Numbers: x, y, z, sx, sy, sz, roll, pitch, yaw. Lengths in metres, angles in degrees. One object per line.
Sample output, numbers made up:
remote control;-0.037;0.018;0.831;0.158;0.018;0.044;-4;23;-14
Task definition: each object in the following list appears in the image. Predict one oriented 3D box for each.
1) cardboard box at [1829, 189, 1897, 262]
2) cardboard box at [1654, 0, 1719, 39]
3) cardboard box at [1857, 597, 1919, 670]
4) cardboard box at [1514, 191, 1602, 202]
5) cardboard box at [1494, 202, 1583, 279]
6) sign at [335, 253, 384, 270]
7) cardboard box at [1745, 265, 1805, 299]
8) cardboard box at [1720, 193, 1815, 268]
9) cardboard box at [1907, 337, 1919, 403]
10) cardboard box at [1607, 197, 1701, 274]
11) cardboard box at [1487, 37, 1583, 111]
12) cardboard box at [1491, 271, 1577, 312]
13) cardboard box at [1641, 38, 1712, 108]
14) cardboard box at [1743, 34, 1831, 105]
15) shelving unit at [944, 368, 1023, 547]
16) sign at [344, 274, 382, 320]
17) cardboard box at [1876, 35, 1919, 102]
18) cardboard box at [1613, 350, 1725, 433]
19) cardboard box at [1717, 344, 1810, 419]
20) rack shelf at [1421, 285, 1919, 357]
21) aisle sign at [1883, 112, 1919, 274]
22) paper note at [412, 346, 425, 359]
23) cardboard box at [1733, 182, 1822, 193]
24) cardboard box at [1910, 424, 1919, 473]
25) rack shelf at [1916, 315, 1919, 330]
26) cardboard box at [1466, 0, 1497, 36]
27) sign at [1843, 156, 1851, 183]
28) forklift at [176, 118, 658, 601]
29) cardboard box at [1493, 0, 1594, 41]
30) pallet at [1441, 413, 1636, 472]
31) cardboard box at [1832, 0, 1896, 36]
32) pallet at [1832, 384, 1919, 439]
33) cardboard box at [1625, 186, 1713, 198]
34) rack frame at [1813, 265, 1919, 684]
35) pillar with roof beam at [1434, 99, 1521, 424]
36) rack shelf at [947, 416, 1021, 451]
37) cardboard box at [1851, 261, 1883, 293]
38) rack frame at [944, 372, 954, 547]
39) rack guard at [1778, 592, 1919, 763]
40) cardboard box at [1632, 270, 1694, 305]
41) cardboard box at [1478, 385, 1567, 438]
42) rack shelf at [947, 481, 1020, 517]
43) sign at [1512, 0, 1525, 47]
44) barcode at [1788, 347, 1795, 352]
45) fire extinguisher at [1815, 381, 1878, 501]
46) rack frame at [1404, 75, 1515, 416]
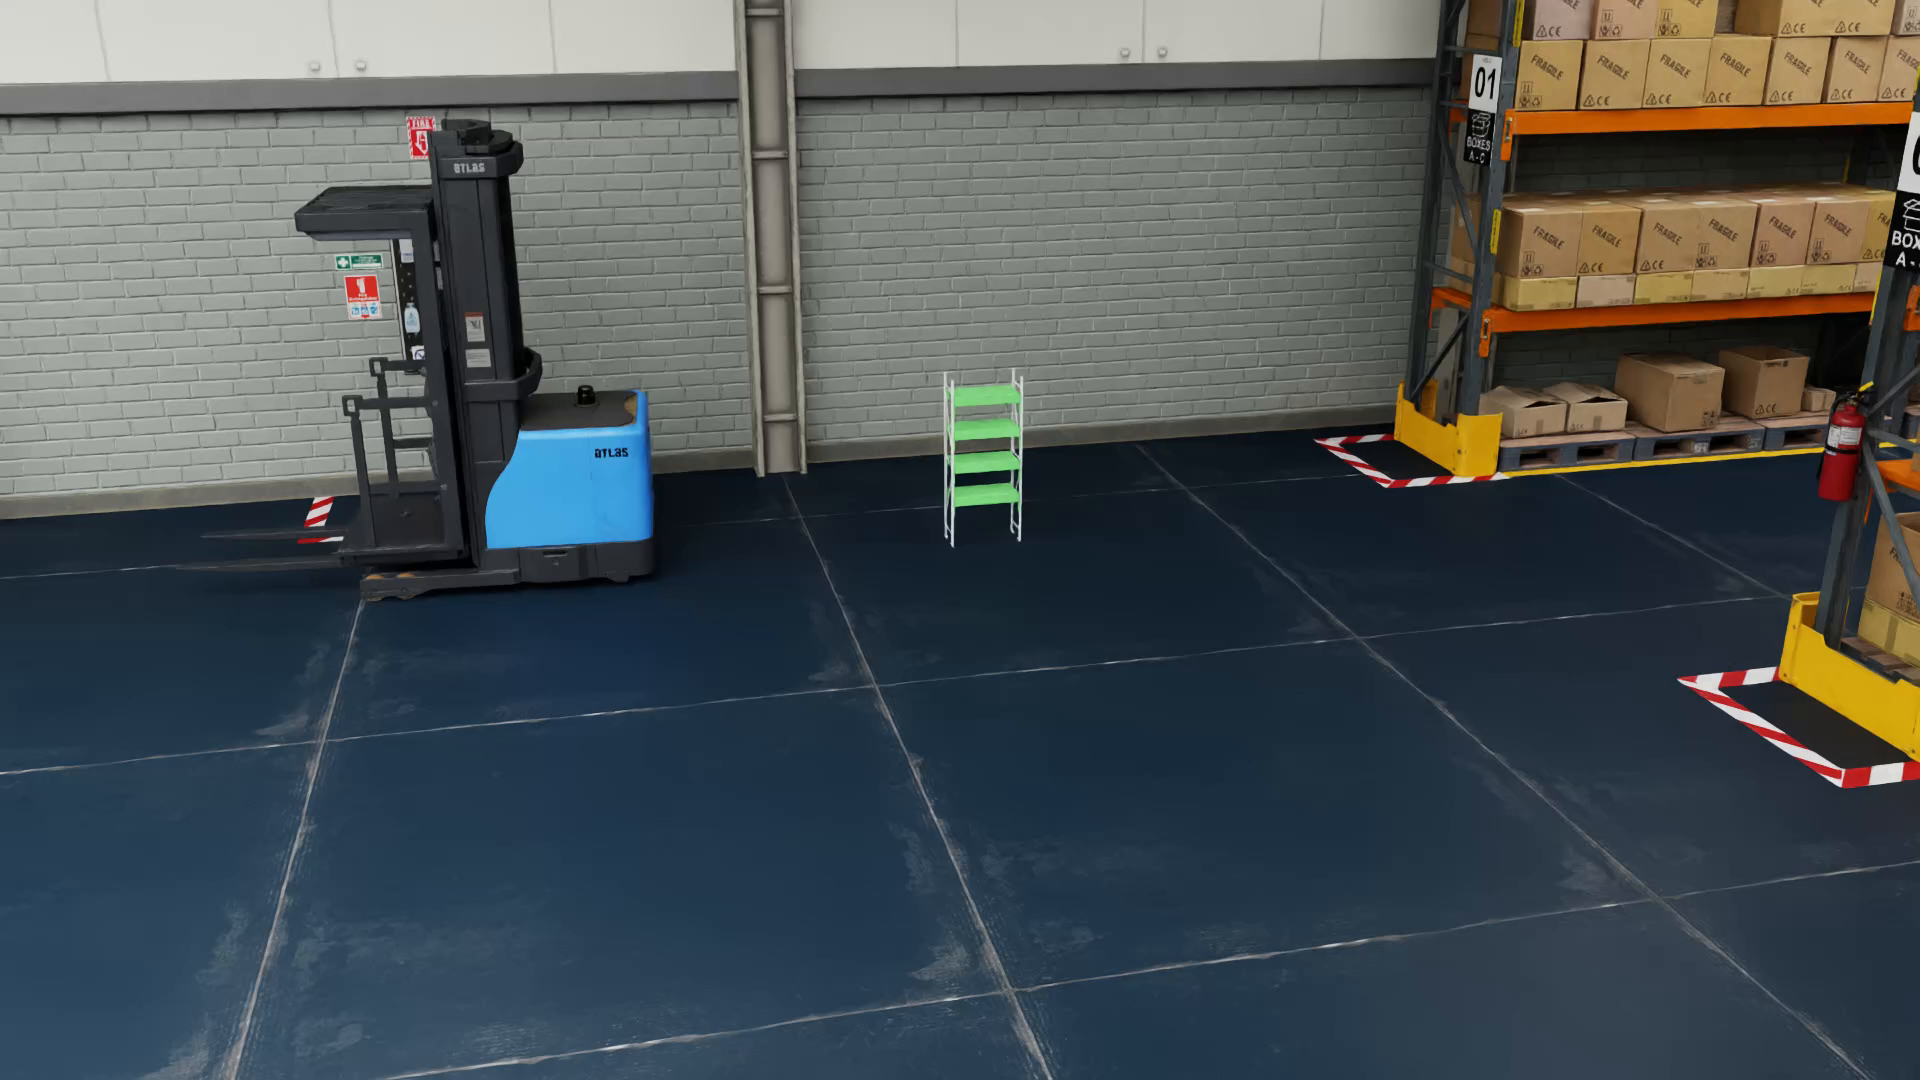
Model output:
cardboard box;7.417;-2.570;13.567;0.500;0.500;0.500;-5;21;-13
cardboard box;5.340;-4.053;12.530;0.500;0.500;0.500;-4;21;-11
cardboard box;5.510;0.508;9.455;0.500;0.250;0.500;-5;21;-12
cardboard box;4.815;-2.539;13.483;0.500;0.500;0.500;-4;21;-12
cardboard box;4.447;-2.331;12.916;0.500;0.500;0.500;-5;21;-12
sign;-4.413;-2.044;12.211;0.331;0.109;0.001;-5;21;-12
cardboard box;6.442;-2.138;13.479;0.500;0.250;0.500;-5;21;-13
cardboard box;6.440;-2.492;13.355;0.500;0.500;0.500;-5;21;-14
cardboard box;8.518;-1.516;14.587;0.500;0.500;0.700;-4;20;-11
cardboard box;5.434;-2.406;13.120;0.500;0.500;0.500;-5;21;-14
cardboard box;4.296;-3.510;12.501;0.500;0.500;0.500;-4;21;-11
cardboard box;4.461;-1.974;13.032;0.500;0.250;0.500;-5;21;-14
cardboard box;5.331;-3.583;12.701;0.500;0.500;0.500;-4;20;-10
cardboard box;6.345;-3.669;12.935;0.500;0.500;0.500;-5;21;-15
shelving unit;0.161;-0.576;11.644;0.503;1.200;0.258;-5;21;-12
sign;-4.419;-1.798;12.309;0.234;0.329;0.001;-5;21;-12
cardboard box;7.369;-3.761;13.186;0.500;0.500;0.500;-4;21;-11
cardboard box;5.887;-1.247;13.852;0.500;0.500;0.700;-6;21;-16
cardboard box;6.805;-1.357;14.152;0.500;0.500;0.500;-6;21;-17
rack shelf;5.859;-1.923;13.750;4.000;0.370;1.077;-5;21;-12
aisle sign;4.925;-1.759;8.475;0.004;0.787;0.394;-5;21;-12
paper note;-4.046;-1.386;12.517;0.142;0.148;0.016;-5;21;-12
cardboard box;6.796;-2.704;13.933;0.500;0.500;0.500;-5;21;-13
cardboard box;5.514;-0.525;8.740;0.500;0.500;0.700;-5;21;-12
rack shelf;9.752;-2.240;14.614;4.000;0.370;1.077;-5;21;-12
cardboard box;4.272;-4.159;12.818;0.500;0.500;0.500;-4;20;-10
sign;7.674;-3.149;14.366;0.005;0.325;0.100;-5;21;-12
forklift;-3.584;-1.177;10.765;3.031;2.935;1.130;-3;20;-9
cardboard box;4.344;-3.986;12.347;0.500;0.500;0.500;-6;21;-16
pallet;4.786;-0.852;13.833;1.213;0.211;1.003;-5;21;-12
cardboard box;6.847;-4.176;12.865;0.500;0.500;0.500;-4;20;-10
pallet;8.563;-1.172;14.708;1.213;0.211;1.003;-5;21;-12
cardboard box;5.807;-2.621;13.708;0.500;0.500;0.500;-4;21;-12
rack frame;5.056;-0.445;8.668;0.127;3.000;1.000;-5;21;-12
pillar with roof beam;5.386;-3.824;9.170;0.400;9.000;9.100;-5;21;-12
rack shelf;0.161;-0.742;11.583;0.480;0.148;0.258;-5;21;-12
cardboard box;7.414;-2.219;13.702;0.500;0.250;0.500;-5;21;-12
rack frame;-0.076;-0.557;11.591;0.015;1.200;0.240;-5;21;-12
rack guard;5.033;0.731;9.093;0.348;0.500;1.175;-5;21;-12
cardboard box;5.460;-2.058;13.262;0.500;0.250;0.500;-5;21;-13
cardboard box;4.607;-1.072;13.648;0.500;0.311;0.500;-7;21;-19
rack shelf;0.161;-0.291;11.749;0.480;0.148;0.258;-5;21;-12
sign;4.038;-3.740;12.032;0.005;0.325;0.100;-5;21;-12
barcode;7.225;-1.640;14.460;0.075;0.075;0.001;-5;21;-12
fire extinguisher;4.835;-0.555;9.081;0.183;0.674;0.296;-5;21;-12
rack frame;3.913;-2.103;13.194;0.127;3.000;1.000;-5;21;-12
